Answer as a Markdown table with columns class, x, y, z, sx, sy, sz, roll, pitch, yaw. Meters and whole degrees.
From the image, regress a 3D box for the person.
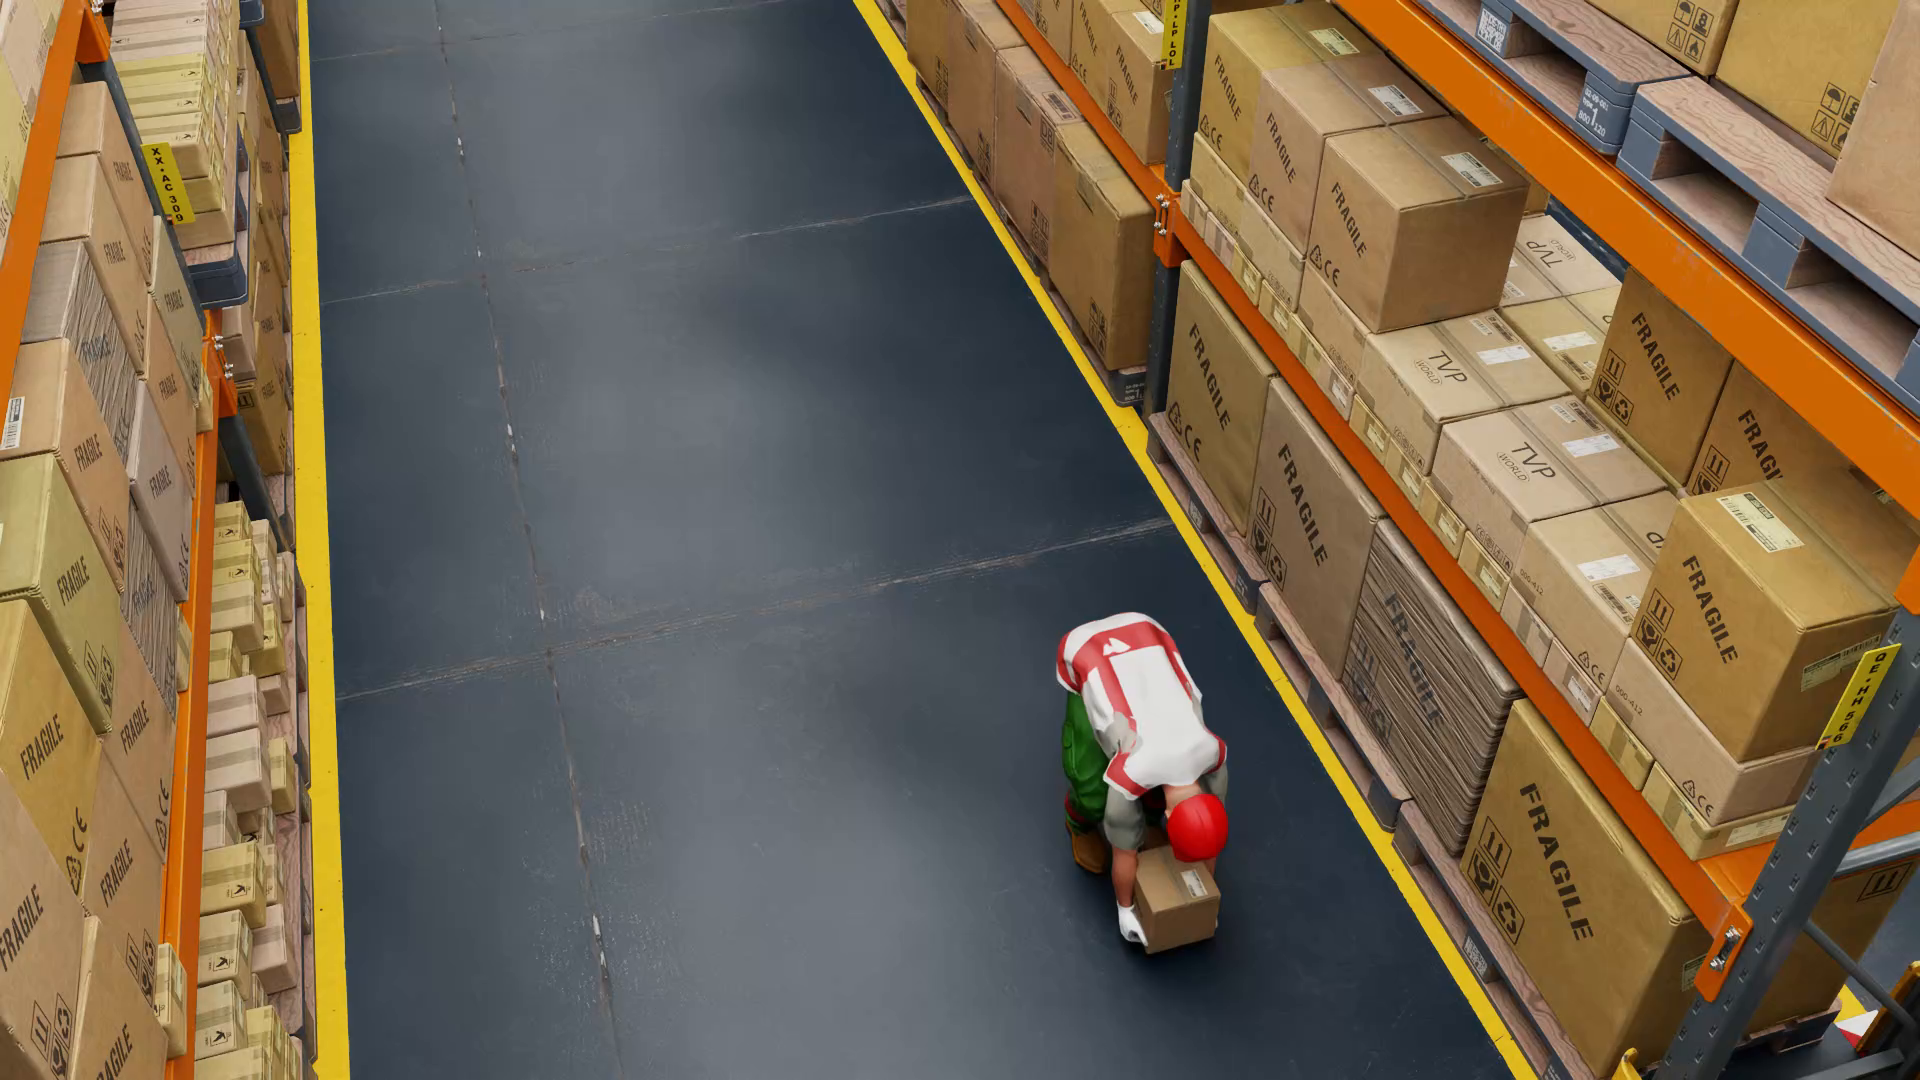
| class | x | y | z | sx | sy | sz | roll | pitch | yaw |
| --- | --- | --- | --- | --- | --- | --- | --- | --- | --- |
| person | 2.174 | -3.300 | 10.416 | 7.682 | 0.997 | 11.568 | -14 | 44 | -15 |
